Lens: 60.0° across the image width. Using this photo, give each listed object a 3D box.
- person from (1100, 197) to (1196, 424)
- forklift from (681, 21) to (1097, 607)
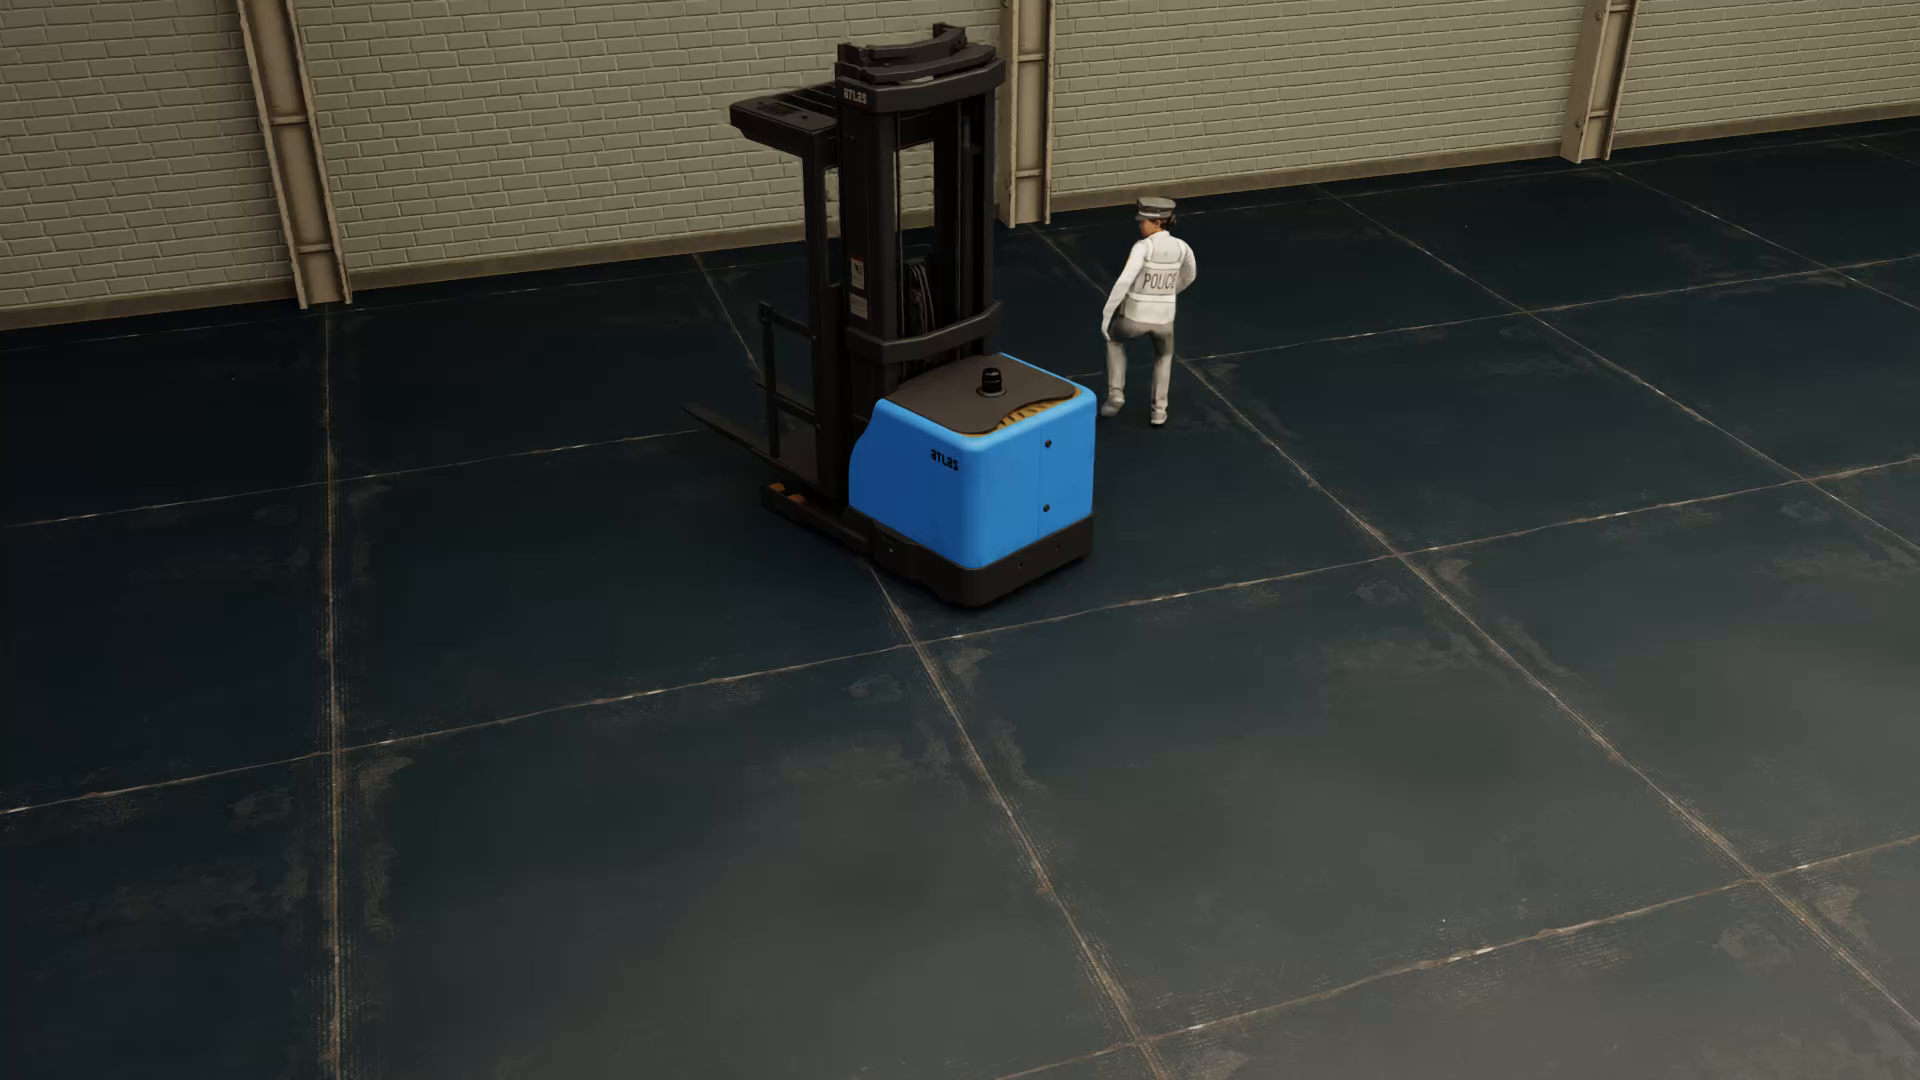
[{"bbox_3d":[1.233,-1.509,11.078,0.703,1.581,0.615,-4,30,-7],"label":"person"},{"bbox_3d":[-0.590,-1.544,9.771,1.130,2.935,3.031,-25,38,-37],"label":"forklift"}]
